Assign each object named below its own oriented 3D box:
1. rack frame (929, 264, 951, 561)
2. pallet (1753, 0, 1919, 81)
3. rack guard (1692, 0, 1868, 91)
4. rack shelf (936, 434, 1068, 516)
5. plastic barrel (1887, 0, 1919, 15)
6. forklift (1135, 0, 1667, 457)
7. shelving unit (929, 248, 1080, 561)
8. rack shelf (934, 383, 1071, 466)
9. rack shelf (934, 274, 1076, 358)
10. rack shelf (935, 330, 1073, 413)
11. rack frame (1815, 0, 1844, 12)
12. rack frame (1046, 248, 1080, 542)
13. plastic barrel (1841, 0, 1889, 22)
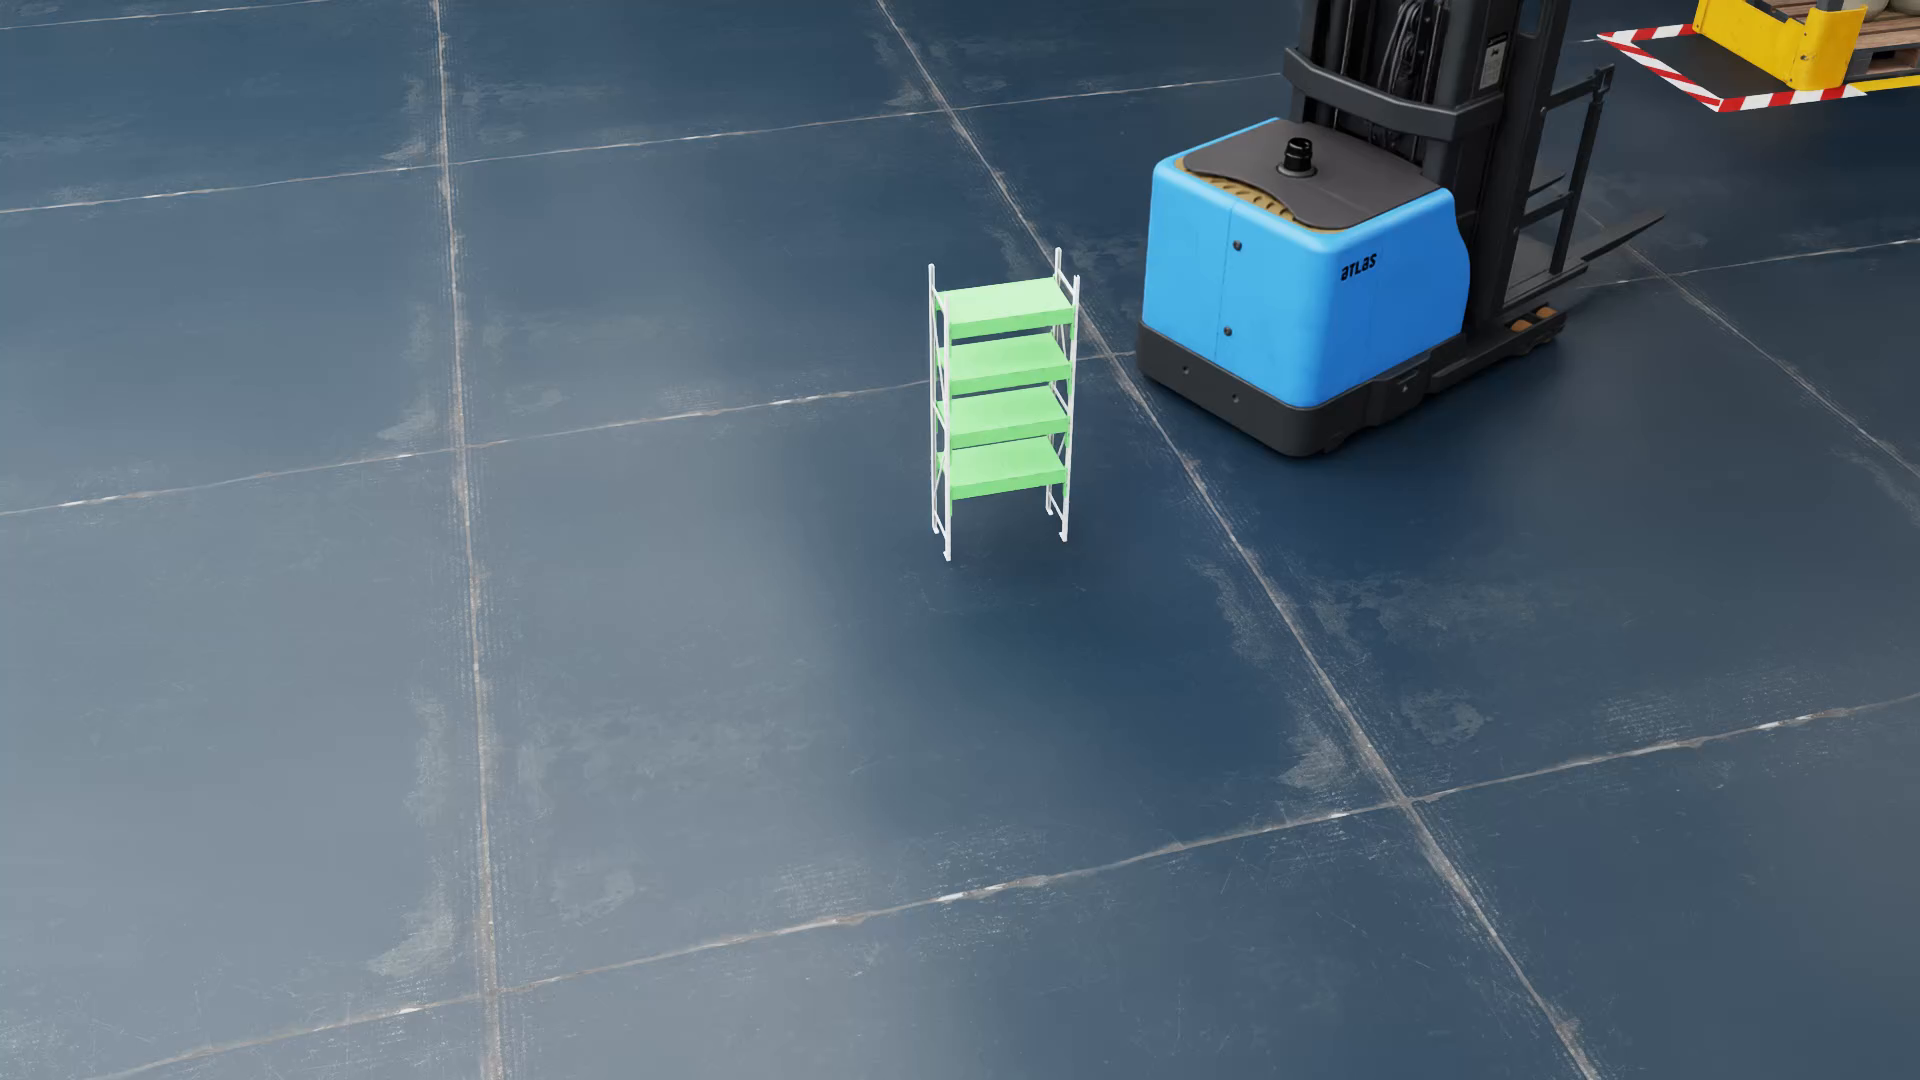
[{"bbox_3d":[-0.076,-0.464,6.369,0.015,1.200,0.240,-9,38,-12],"label":"rack frame"},{"bbox_3d":[6.056,-3.385,11.001,1.213,0.211,1.003,-9,38,-12],"label":"pallet"},{"bbox_3d":[5.271,-3.374,10.749,0.348,0.500,1.175,-9,38,-12],"label":"rack guard"},{"bbox_3d":[0.160,-0.261,6.604,0.480,0.148,0.258,-9,38,-12],"label":"rack shelf"},{"bbox_3d":[6.309,-3.734,10.865,0.421,0.512,0.421,0,37,0],"label":"plastic barrel"},{"bbox_3d":[2.274,-2.263,7.296,3.031,2.935,1.130,-26,45,-30],"label":"forklift"},{"bbox_3d":[0.160,-0.503,6.420,0.503,1.200,0.258,-9,38,-12],"label":"shelving unit"},{"bbox_3d":[0.160,-0.452,6.459,0.480,0.148,0.258,-9,38,-12],"label":"rack shelf"},{"bbox_3d":[0.160,-0.833,6.167,0.480,0.148,0.258,-9,38,-12],"label":"rack shelf"},{"bbox_3d":[0.160,-0.643,6.313,0.480,0.148,0.258,-9,38,-12],"label":"rack shelf"},{"bbox_3d":[5.209,-4.327,9.938,0.127,3.000,1.000,-9,38,-12],"label":"rack frame"},{"bbox_3d":[0.395,-0.541,6.470,0.015,1.200,0.240,-9,38,-12],"label":"rack frame"},{"bbox_3d":[5.825,-3.655,10.761,0.421,0.512,0.421,0,37,0],"label":"plastic barrel"}]
